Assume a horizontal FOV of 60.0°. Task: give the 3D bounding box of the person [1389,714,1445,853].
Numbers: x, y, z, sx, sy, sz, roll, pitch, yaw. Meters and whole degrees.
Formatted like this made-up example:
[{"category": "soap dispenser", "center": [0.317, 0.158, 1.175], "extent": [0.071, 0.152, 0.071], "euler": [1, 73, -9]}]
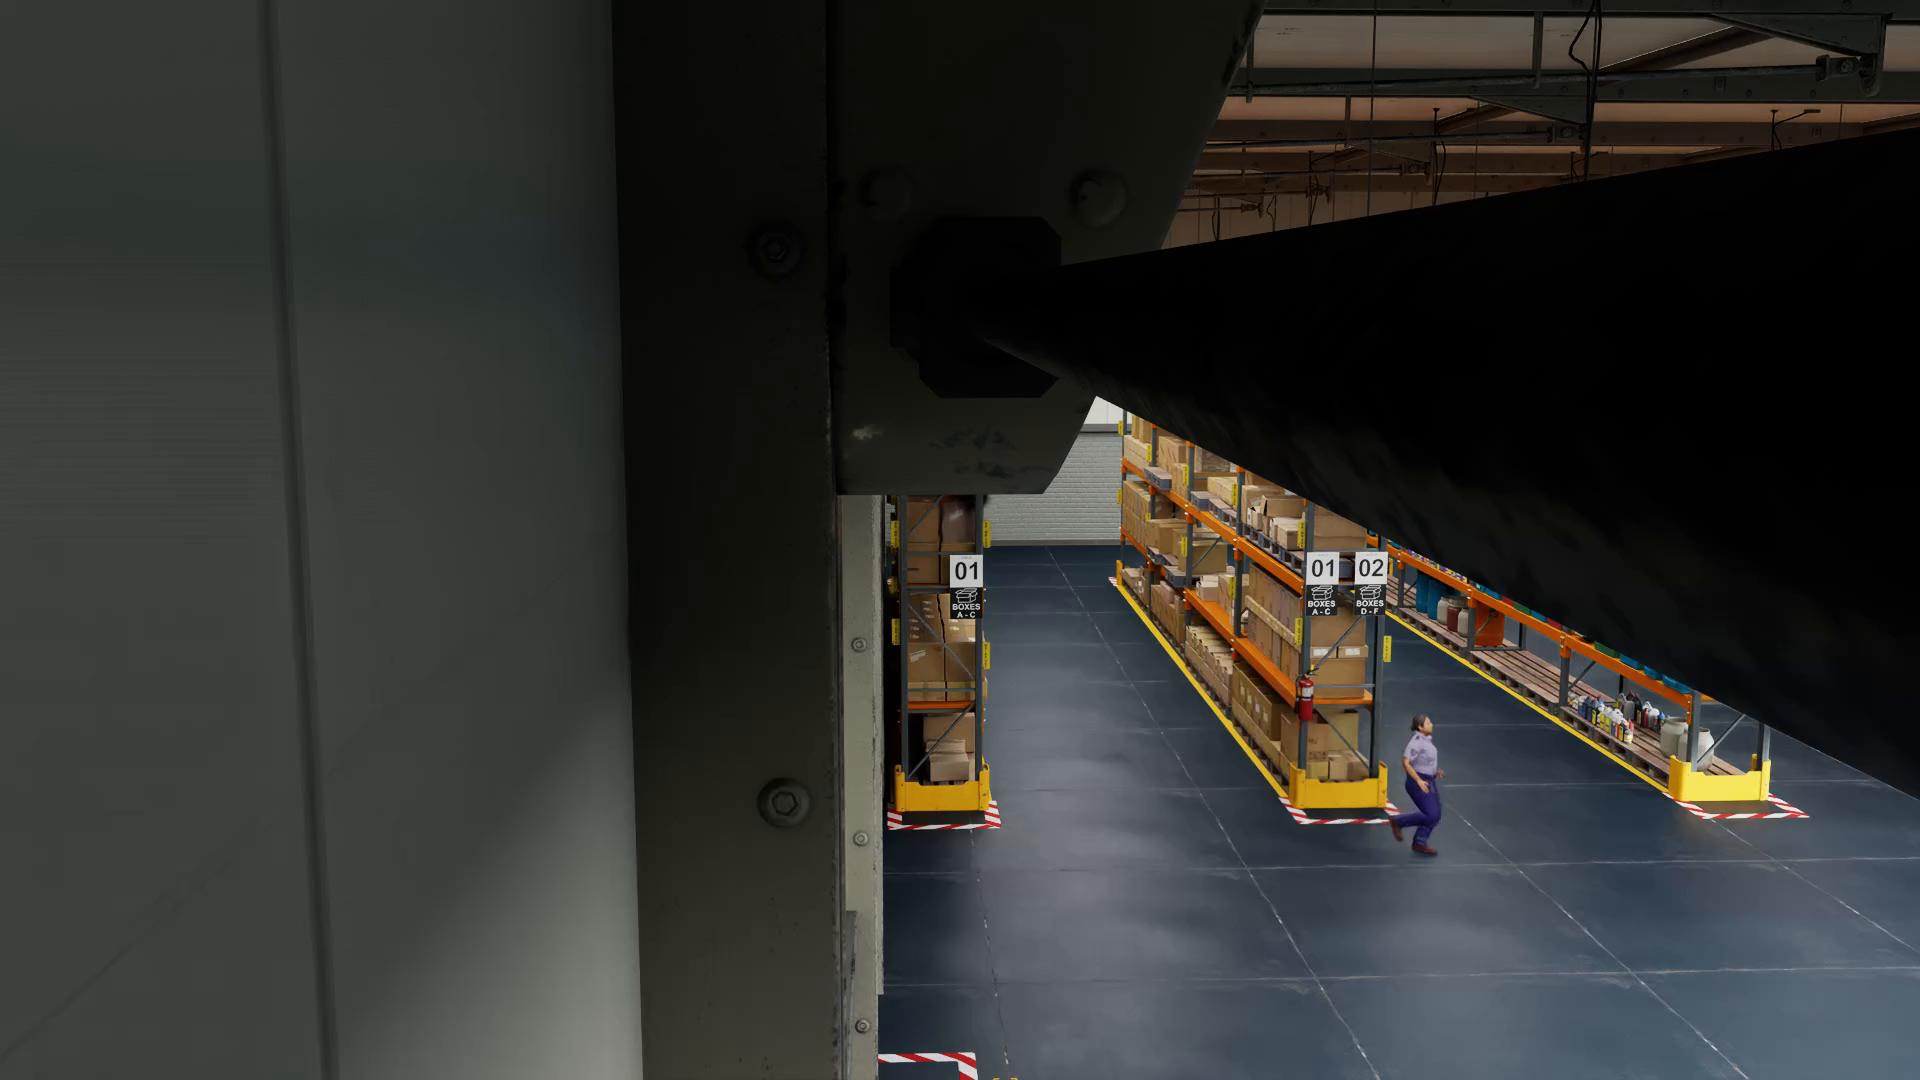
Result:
[{"category": "person", "center": [5.225, 2.778, 18.986], "extent": [0.561, 1.594, 0.622], "euler": [4, 9, 25]}]
